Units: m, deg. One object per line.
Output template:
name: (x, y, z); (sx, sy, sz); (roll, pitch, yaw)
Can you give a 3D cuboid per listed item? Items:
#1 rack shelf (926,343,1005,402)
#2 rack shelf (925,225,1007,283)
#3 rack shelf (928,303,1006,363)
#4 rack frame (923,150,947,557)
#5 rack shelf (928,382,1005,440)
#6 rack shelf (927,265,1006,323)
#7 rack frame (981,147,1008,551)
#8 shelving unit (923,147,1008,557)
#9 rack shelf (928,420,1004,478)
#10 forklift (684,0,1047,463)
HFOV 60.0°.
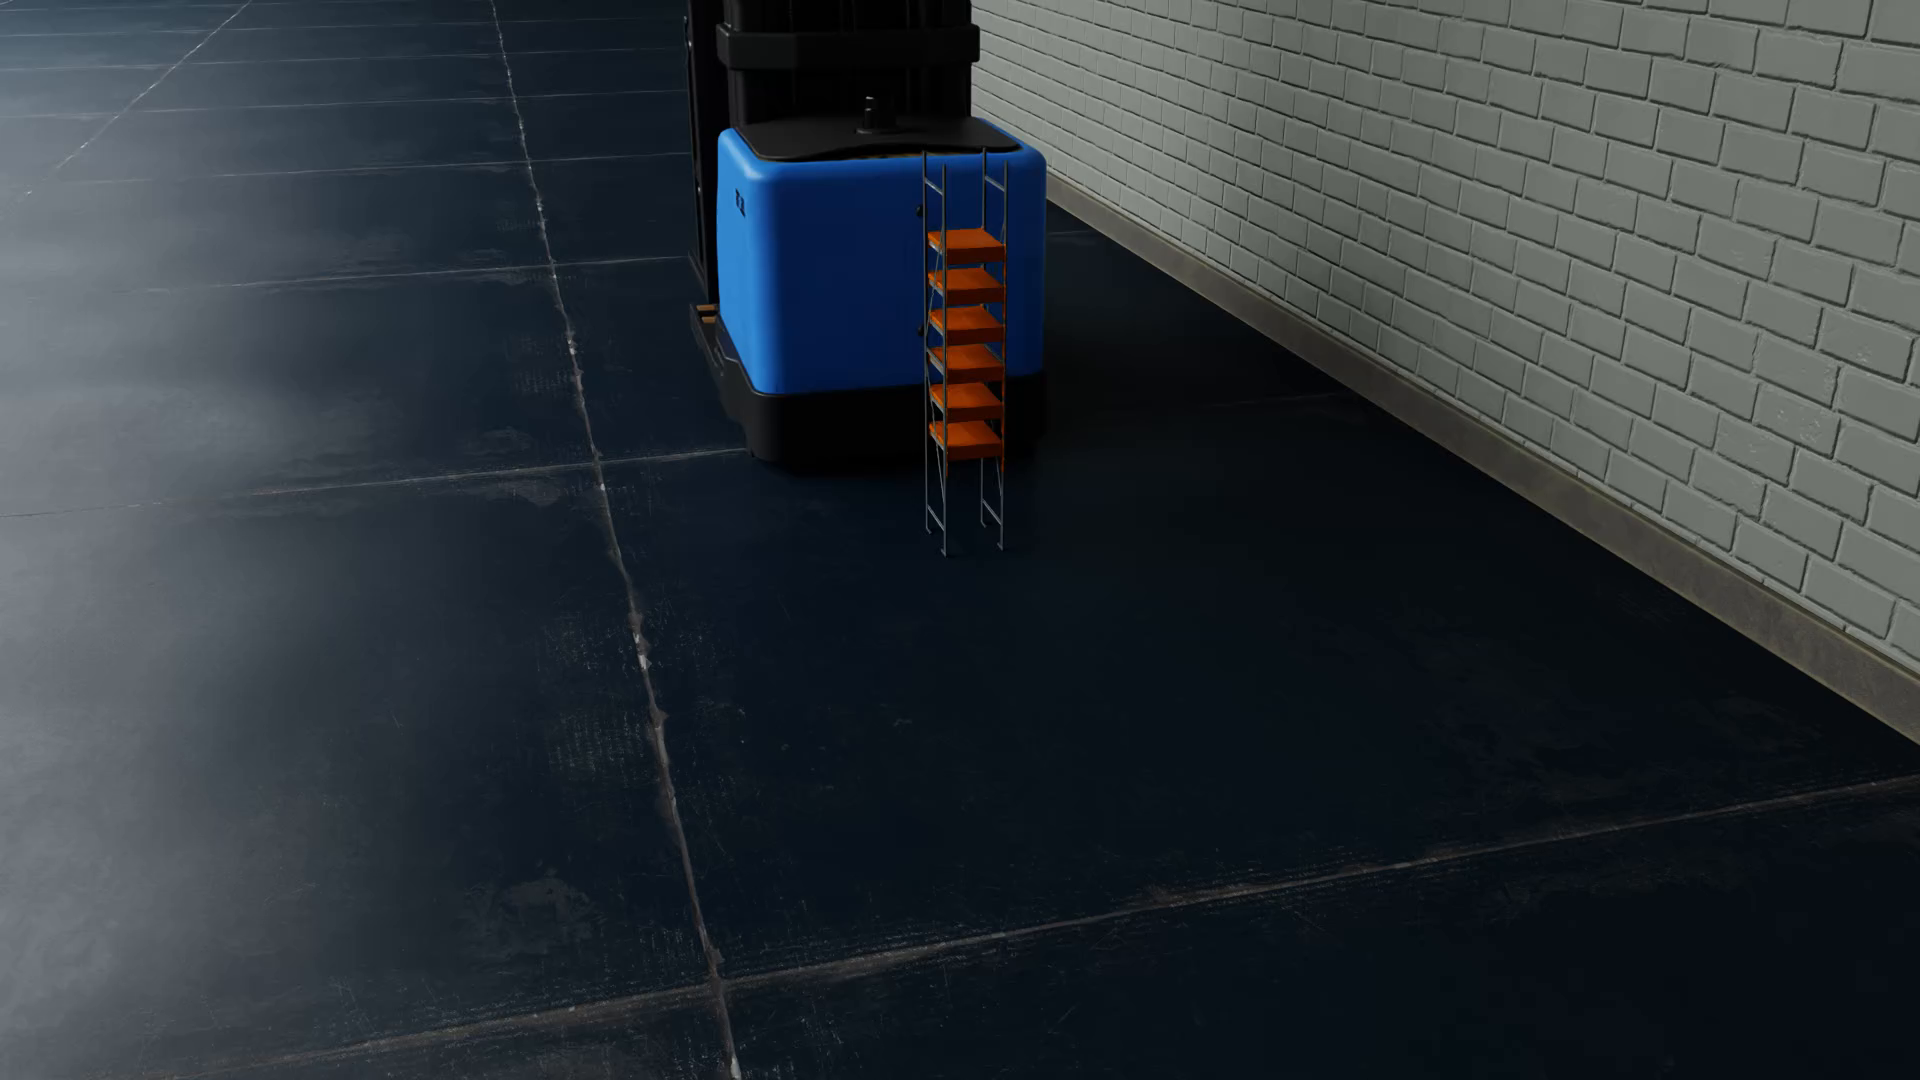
rack shelf: (0.014, -0.512, 5.035); (0.180, 0.103, 0.258); (-6, 24, -14)
rack shelf: (0.014, -0.843, 4.893); (0.180, 0.103, 0.258); (-6, 24, -14)
rack shelf: (0.014, -0.622, 4.987); (0.180, 0.103, 0.258); (-6, 24, -14)
rack frame: (-0.074, -0.543, 4.994); (0.006, 1.200, 0.240); (-6, 24, -14)
rack shelf: (0.014, -0.402, 5.082); (0.180, 0.103, 0.258); (-6, 24, -14)
rack shelf: (0.014, -0.733, 4.940); (0.180, 0.103, 0.258); (-6, 24, -14)
rack frame: (0.102, -0.563, 5.040); (0.006, 1.200, 0.240); (-6, 24, -14)
shelving unit: (0.014, -0.553, 5.017); (0.189, 1.200, 0.258); (-6, 24, -14)
rack shelf: (0.014, -0.292, 5.129); (0.180, 0.103, 0.258); (-6, 24, -14)
forklift: (-0.556, -2.165, 6.578); (1.130, 2.935, 3.031); (-6, 24, -13)
